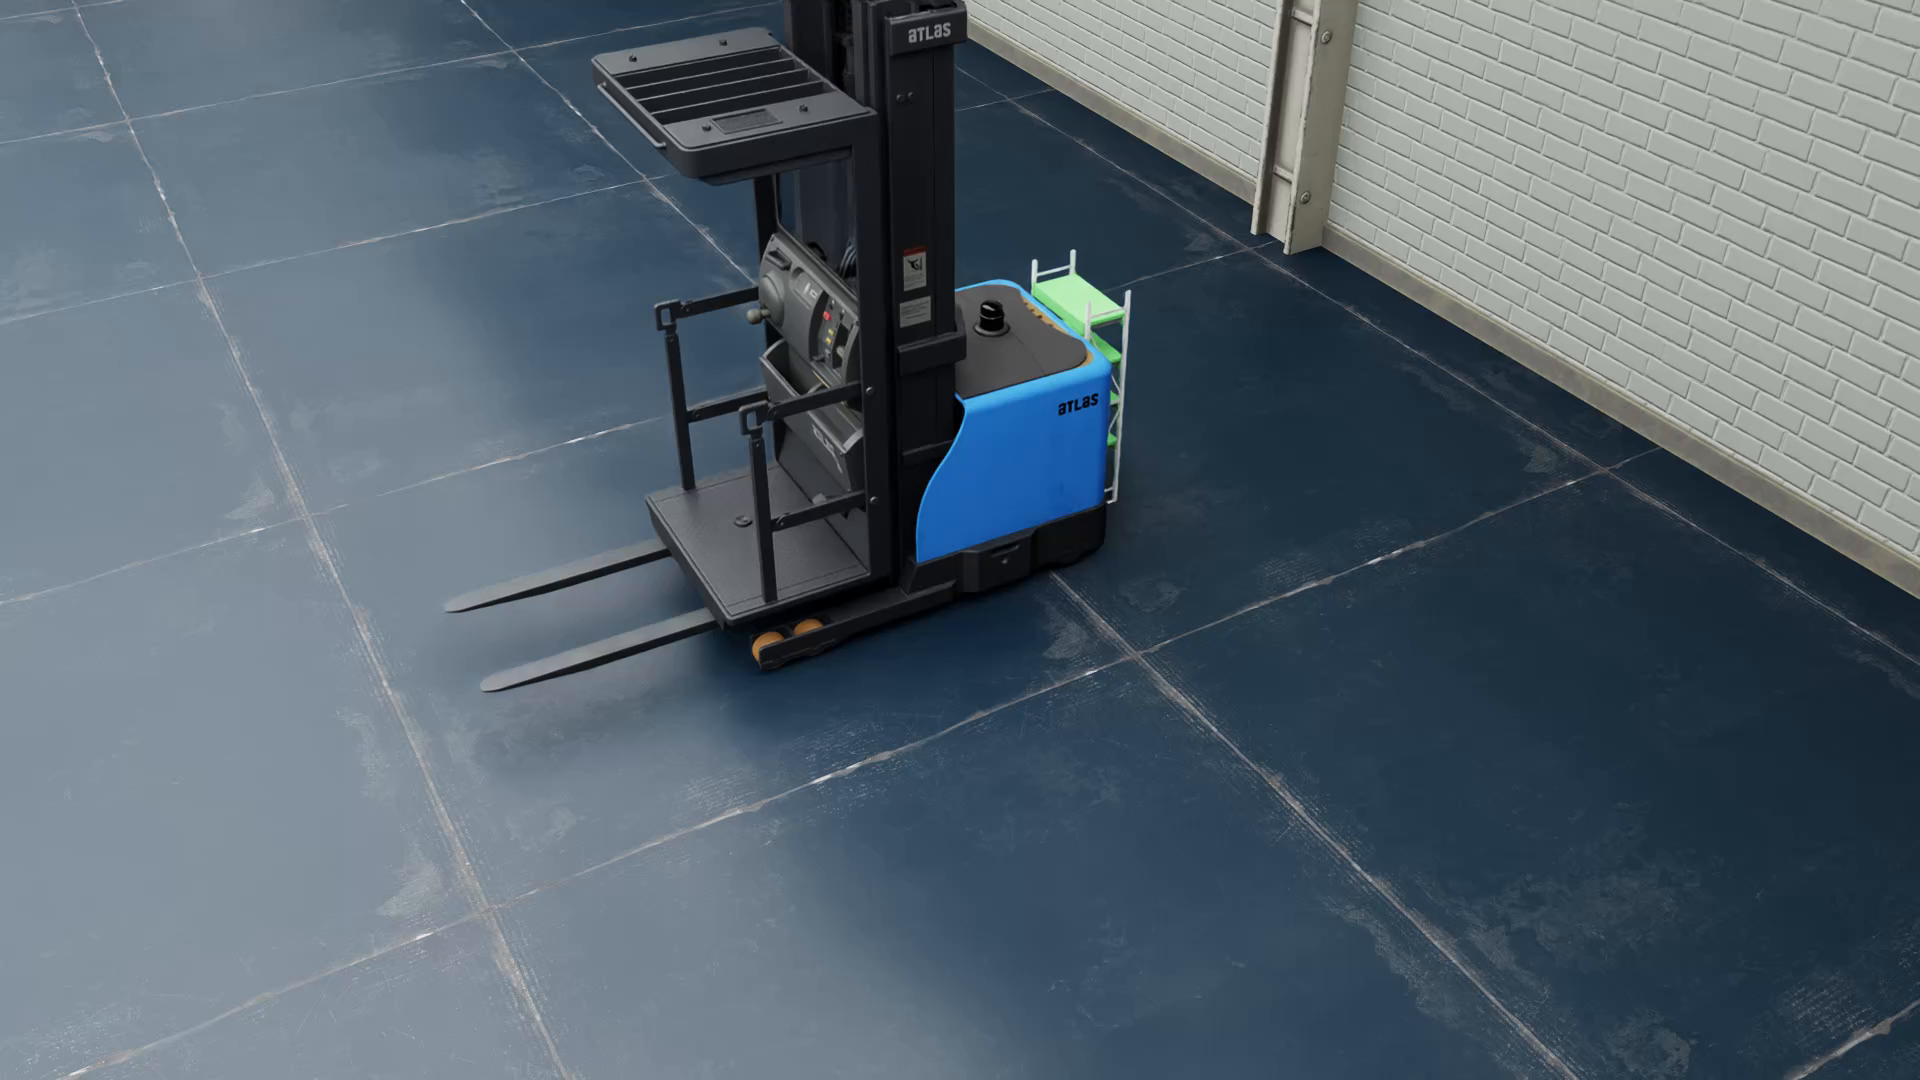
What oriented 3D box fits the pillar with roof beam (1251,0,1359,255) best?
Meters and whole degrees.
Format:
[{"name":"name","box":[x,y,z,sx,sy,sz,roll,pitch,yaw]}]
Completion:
[{"name":"pillar with roof beam","box":[-1.561,-4.352,6.580,9.100,9.000,0.400,-19,40,-24]}]

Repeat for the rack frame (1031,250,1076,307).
[{"name":"rack frame","box":[0.459,-0.905,8.472,0.240,1.200,0.015,-18,40,-23]}]

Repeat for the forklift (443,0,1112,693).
[{"name":"forklift","box":[-0.835,-0.962,7.082,3.031,2.935,1.130,-18,40,-23]}]

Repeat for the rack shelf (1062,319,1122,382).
[{"name":"rack shelf","box":[0.578,-0.921,8.196,0.258,0.148,0.480,-18,40,-23]}]

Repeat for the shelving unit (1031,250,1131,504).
[{"name":"shelving unit","box":[0.578,-0.779,8.299,0.258,1.200,0.503,-18,40,-23]}]

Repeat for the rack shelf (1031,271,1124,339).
[{"name":"rack shelf","box":[0.578,-1.115,8.054,0.258,0.148,0.480,-18,40,-23]}]

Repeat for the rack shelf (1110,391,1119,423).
[{"name":"rack shelf","box":[0.578,-0.728,8.337,0.258,0.148,0.480,-18,40,-23]}]

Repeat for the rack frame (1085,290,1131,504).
[{"name":"rack frame","box":[0.696,-0.653,8.127,0.240,1.200,0.015,-18,40,-23]}]

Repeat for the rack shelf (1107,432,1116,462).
[{"name":"rack shelf","box":[0.578,-0.534,8.479,0.258,0.148,0.480,-18,40,-23]}]
